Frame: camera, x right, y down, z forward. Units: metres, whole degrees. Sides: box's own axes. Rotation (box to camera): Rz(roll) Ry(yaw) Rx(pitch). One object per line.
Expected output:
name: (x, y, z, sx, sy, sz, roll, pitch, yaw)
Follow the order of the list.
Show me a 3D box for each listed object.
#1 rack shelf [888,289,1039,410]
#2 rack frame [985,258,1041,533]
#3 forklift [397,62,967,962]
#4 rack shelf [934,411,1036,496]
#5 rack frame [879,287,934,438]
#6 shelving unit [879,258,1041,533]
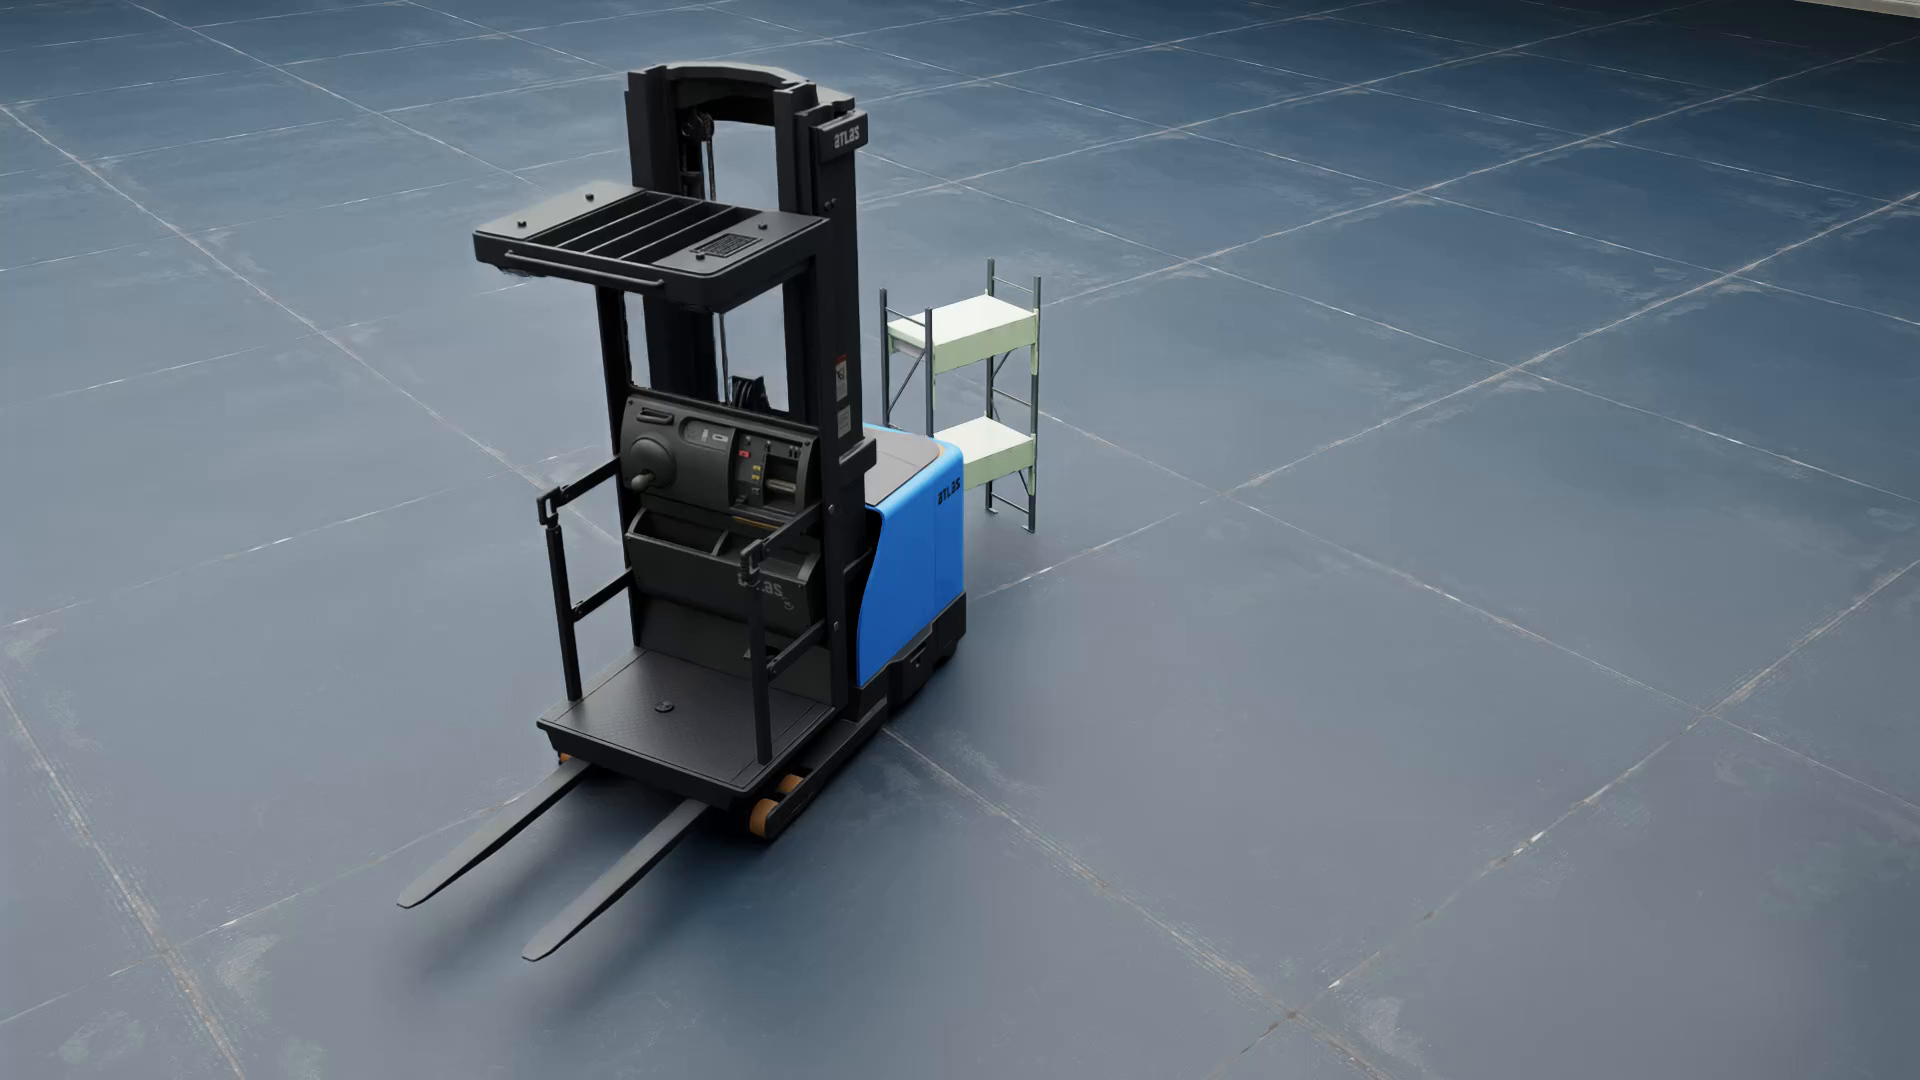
rack shelf: (0.005, -1.008, 8.716, 0.720, 0.370, 0.431, -22, 35, -35)
rack frame: (0.284, -0.775, 9.110, 0.023, 1.500, 0.400, -22, 35, -35)
forklift: (-1.107, -0.290, 6.684, 1.130, 2.935, 3.031, 14, 31, 25)
rack shelf: (0.005, -0.376, 9.054, 0.720, 0.370, 0.431, -22, 35, -35)
rack frame: (-0.273, -0.552, 8.691, 0.023, 1.500, 0.400, -22, 35, -35)
shelving unit: (0.005, -0.664, 8.900, 0.755, 1.500, 0.431, -22, 35, -35)
